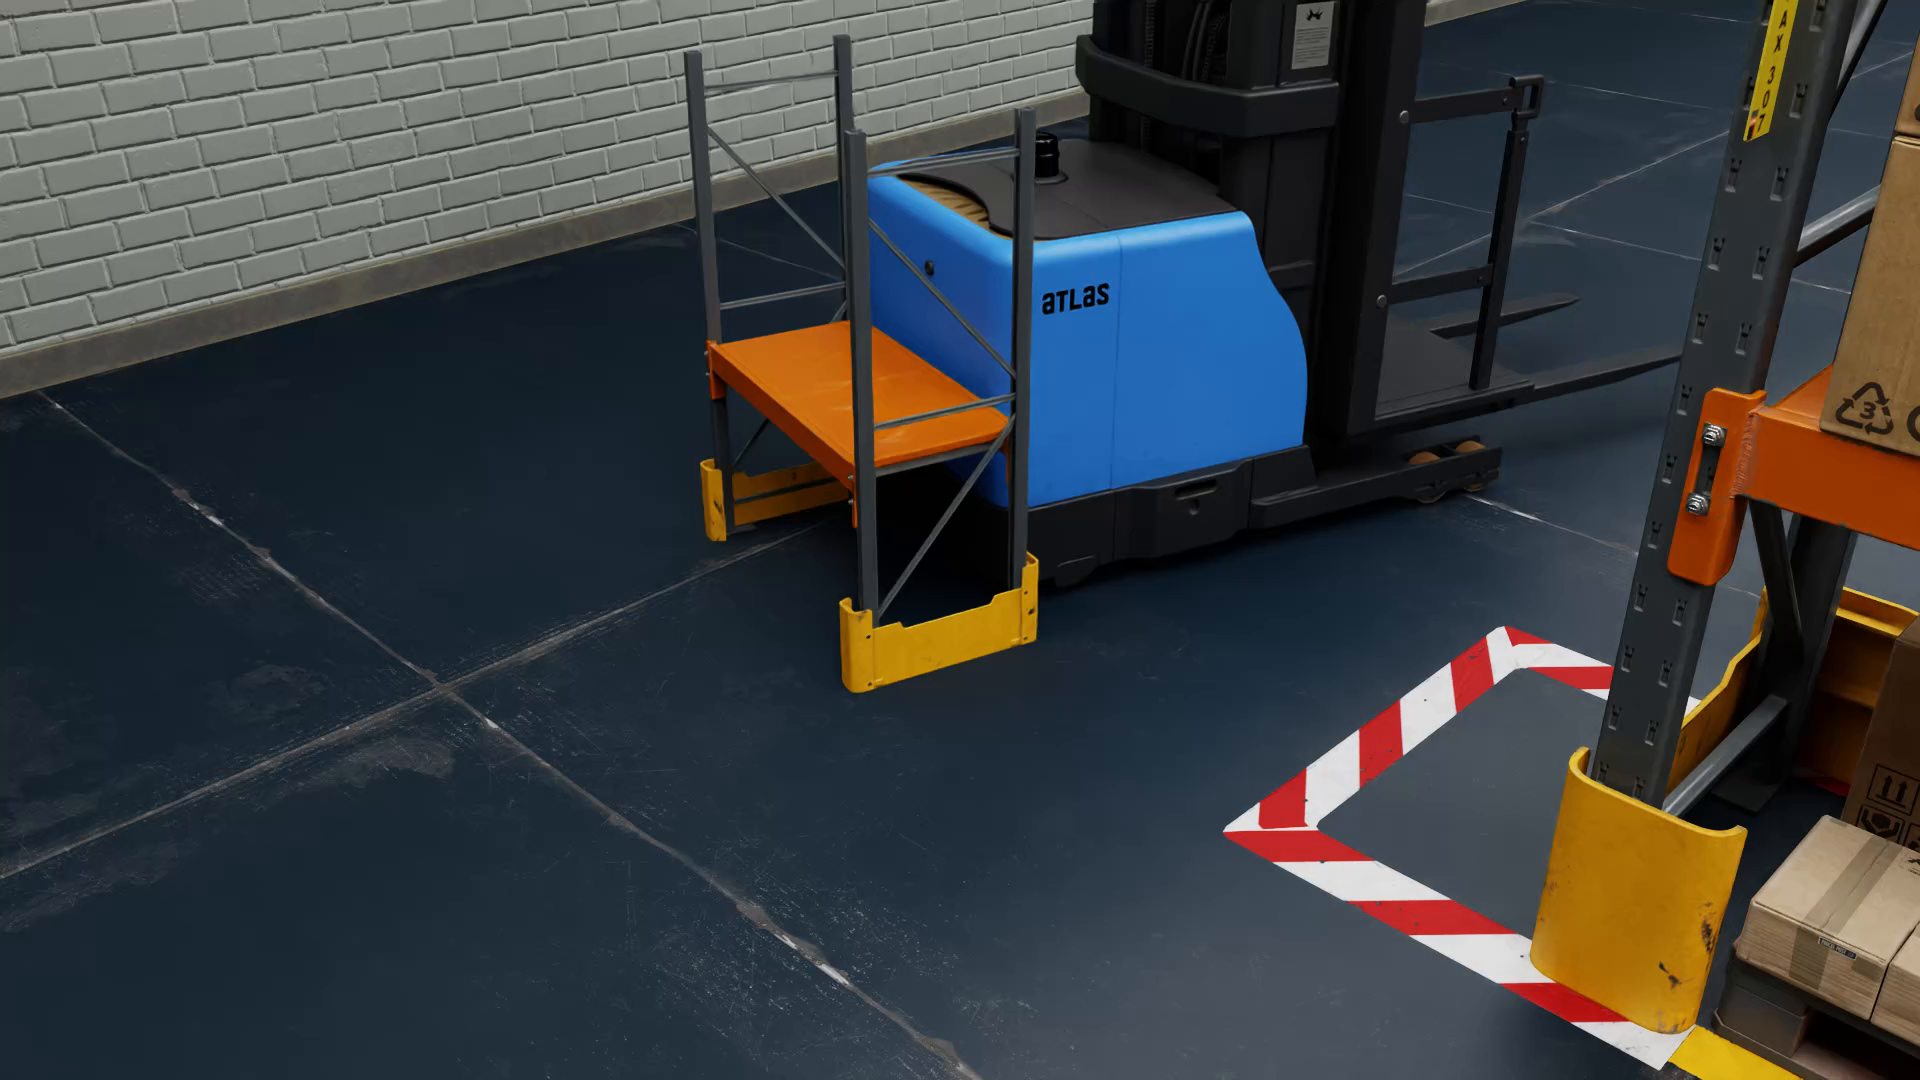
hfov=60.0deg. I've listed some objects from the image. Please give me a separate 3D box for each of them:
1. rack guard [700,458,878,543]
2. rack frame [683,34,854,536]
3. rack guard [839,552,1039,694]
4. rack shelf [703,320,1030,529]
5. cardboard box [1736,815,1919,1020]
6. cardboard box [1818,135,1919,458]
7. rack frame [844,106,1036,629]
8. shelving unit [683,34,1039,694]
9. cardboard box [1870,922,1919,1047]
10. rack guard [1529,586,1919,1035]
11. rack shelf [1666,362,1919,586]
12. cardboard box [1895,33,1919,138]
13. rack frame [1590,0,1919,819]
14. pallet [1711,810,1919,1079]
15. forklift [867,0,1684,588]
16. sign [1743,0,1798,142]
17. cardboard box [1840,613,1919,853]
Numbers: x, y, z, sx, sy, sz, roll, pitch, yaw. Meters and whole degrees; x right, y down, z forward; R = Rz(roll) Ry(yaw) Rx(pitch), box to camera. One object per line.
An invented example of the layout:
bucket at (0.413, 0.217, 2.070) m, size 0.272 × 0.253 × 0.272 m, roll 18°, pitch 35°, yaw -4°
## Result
rack guard at (-0.538, -0.182, 5.328) m, size 0.587 × 0.250 × 0.087 m, roll -15°, pitch 31°, yaw -26°
rack frame at (-0.539, -0.736, 5.038) m, size 0.500 × 1.500 × 0.032 m, roll -15°, pitch 31°, yaw -26°
rack guard at (-0.051, 0.222, 4.560) m, size 0.587 × 0.250 × 0.087 m, roll -15°, pitch 31°, yaw -26°
rack shelf at (-0.290, -0.371, 4.730) m, size 0.538 × 0.185 × 1.000 m, roll -15°, pitch 31°, yaw -26°
cardboard box at (1.724, 0.726, 3.238) m, size 0.250 × 0.149 × 0.380 m, roll 25°, pitch 36°, yaw 38°
cardboard box at (1.798, -0.404, 2.688) m, size 0.500 × 0.500 × 0.500 m, roll -24°, pitch 36°, yaw -38°
rack frame at (-0.041, -0.324, 4.254) m, size 0.500 × 1.500 × 0.032 m, roll -15°, pitch 31°, yaw -26°
shelving unit at (-0.295, -0.533, 4.653) m, size 0.587 × 1.500 × 1.083 m, roll -15°, pitch 31°, yaw -26°
cardboard box at (1.903, 0.799, 3.078) m, size 0.250 × 0.166 × 0.380 m, roll 25°, pitch 36°, yaw 38°
rack guard at (1.721, 0.539, 3.688) m, size 0.348 × 0.500 × 1.175 m, roll 25°, pitch 36°, yaw 38°
rack shelf at (3.093, 0.379, 2.080) m, size 4.000 × 0.370 × 1.077 m, roll 25°, pitch 36°, yaw 38°
cardboard box at (1.798, -0.847, 2.456) m, size 0.500 × 0.500 × 0.500 m, roll -24°, pitch 36°, yaw -38°
rack frame at (1.667, -0.592, 3.153) m, size 0.127 × 3.000 × 1.000 m, roll 25°, pitch 36°, yaw 38°
pallet at (2.290, 0.927, 3.261) m, size 1.213 × 0.211 × 1.003 m, roll 25°, pitch 36°, yaw 38°
forklift at (1.230, -1.623, 5.186) m, size 3.031 × 2.935 × 1.130 m, roll -13°, pitch 31°, yaw -24°
sign at (1.286, -0.795, 2.609) m, size 0.005 × 0.325 × 0.100 m, roll 25°, pitch 36°, yaw 38°
cardboard box at (2.227, 0.415, 3.451) m, size 0.500 × 0.500 × 0.500 m, roll 25°, pitch 36°, yaw 38°
